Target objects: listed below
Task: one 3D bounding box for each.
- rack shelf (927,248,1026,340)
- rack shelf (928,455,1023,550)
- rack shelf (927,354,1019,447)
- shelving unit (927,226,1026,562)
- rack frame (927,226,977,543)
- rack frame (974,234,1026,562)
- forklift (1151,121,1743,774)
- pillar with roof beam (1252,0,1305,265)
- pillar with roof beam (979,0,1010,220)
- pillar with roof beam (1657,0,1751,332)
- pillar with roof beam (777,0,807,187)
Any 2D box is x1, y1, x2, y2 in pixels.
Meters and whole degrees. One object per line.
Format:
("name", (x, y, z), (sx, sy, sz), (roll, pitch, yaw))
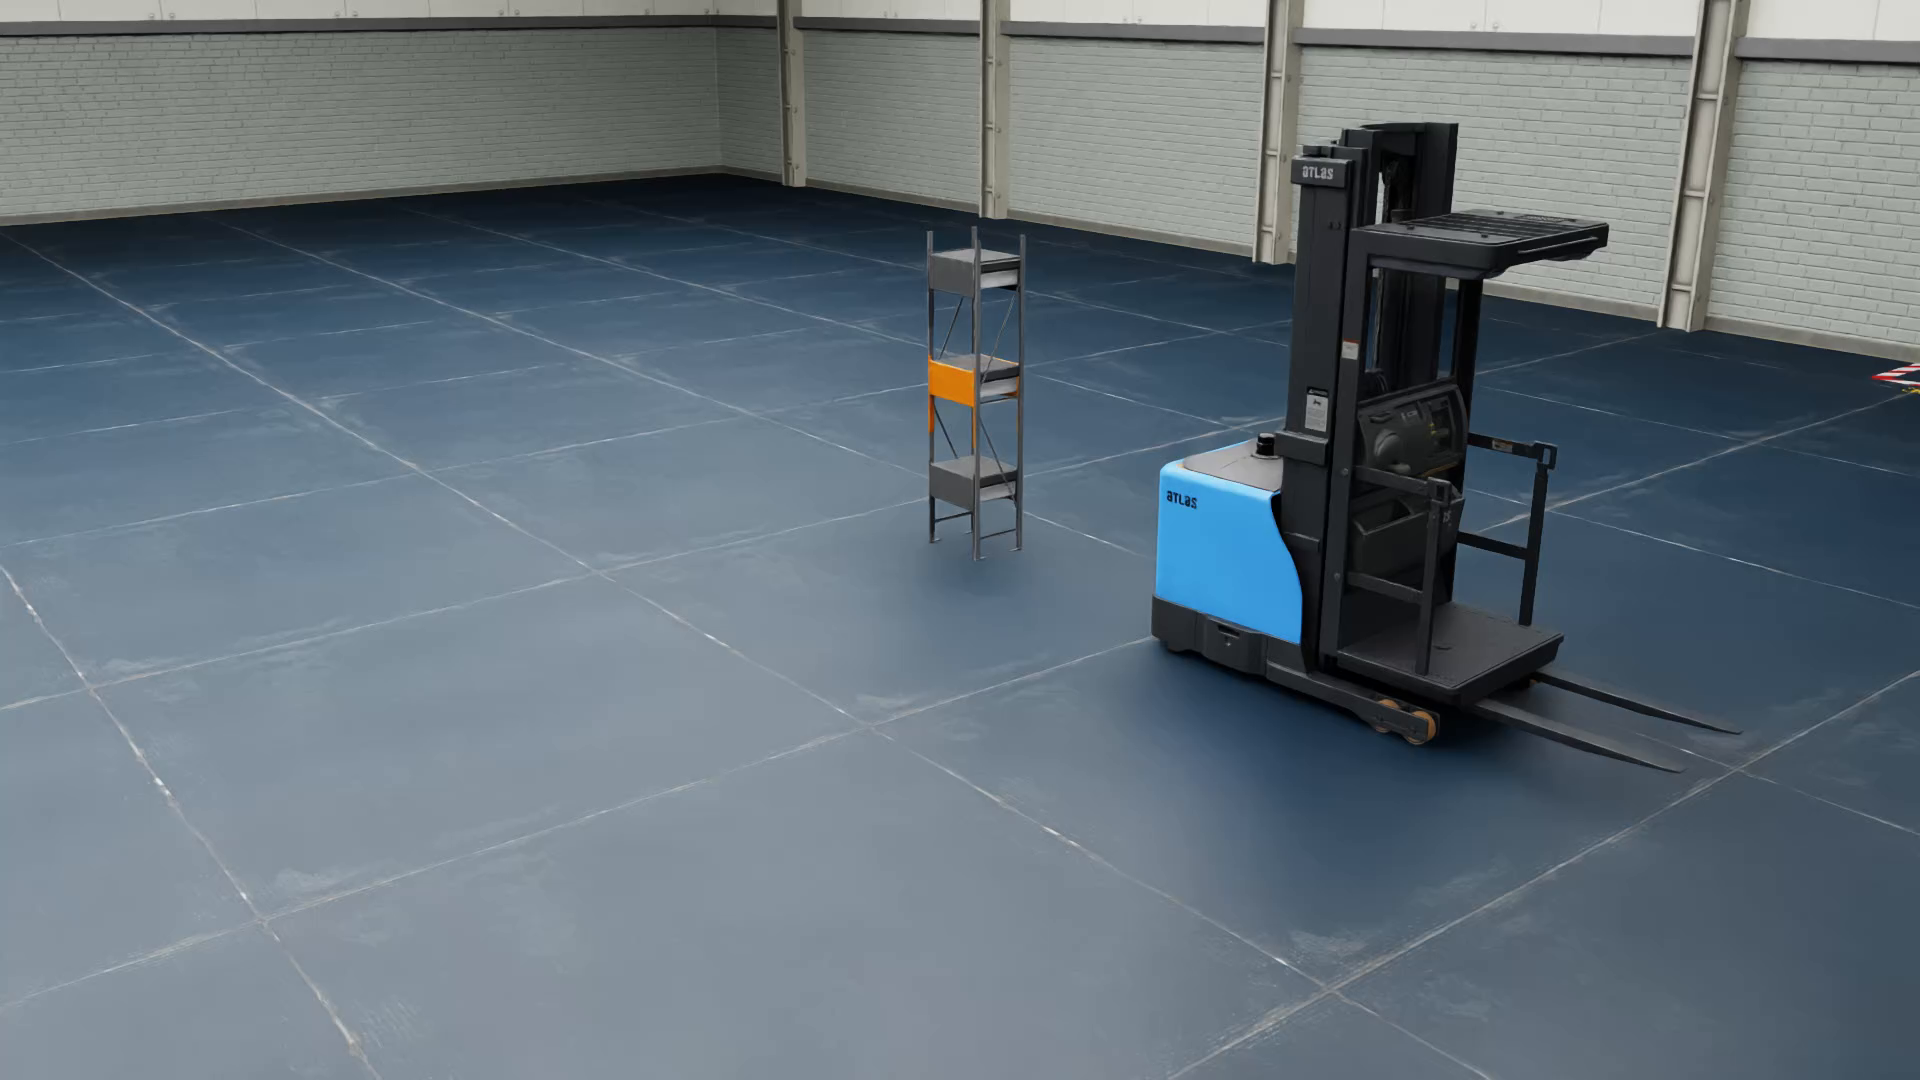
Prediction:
("rack shelf", (0.103, -1.608, 10.693), (0.431, 0.518, 0.480), (-14, 23, -36))
("rack shelf", (0.103, -0.279, 11.134), (0.431, 0.518, 0.480), (-14, 23, -36))
("rack shelf", (0.103, -0.943, 10.914), (0.431, 0.518, 0.480), (-14, 23, -36))
("shelving unit", (0.103, -0.956, 10.909), (0.431, 2.100, 0.503), (-14, 23, -36))
("rack frame", (-0.049, -1.016, 11.091), (0.400, 2.100, 0.015), (-14, 23, -36))
("rack frame", (0.254, -0.896, 10.728), (0.400, 2.100, 0.015), (-14, 23, -36))
("forklift", (2.462, -0.553, 8.369), (1.130, 2.935, 3.031), (-16, 24, -40))
("pillar with roof beam", (0.909, -7.270, 19.001), (9.100, 9.000, 0.400), (-14, 23, -36))
("pillar with roof beam", (-2.817, -8.748, 23.466), (9.100, 9.000, 0.400), (-14, 23, -36))
("pillar with roof beam", (4.634, -5.791, 14.536), (9.100, 9.000, 0.400), (-14, 23, -36))
("pillar with roof beam", (-6.542, -10.227, 27.931), (9.100, 9.000, 0.400), (-14, 23, -36))
